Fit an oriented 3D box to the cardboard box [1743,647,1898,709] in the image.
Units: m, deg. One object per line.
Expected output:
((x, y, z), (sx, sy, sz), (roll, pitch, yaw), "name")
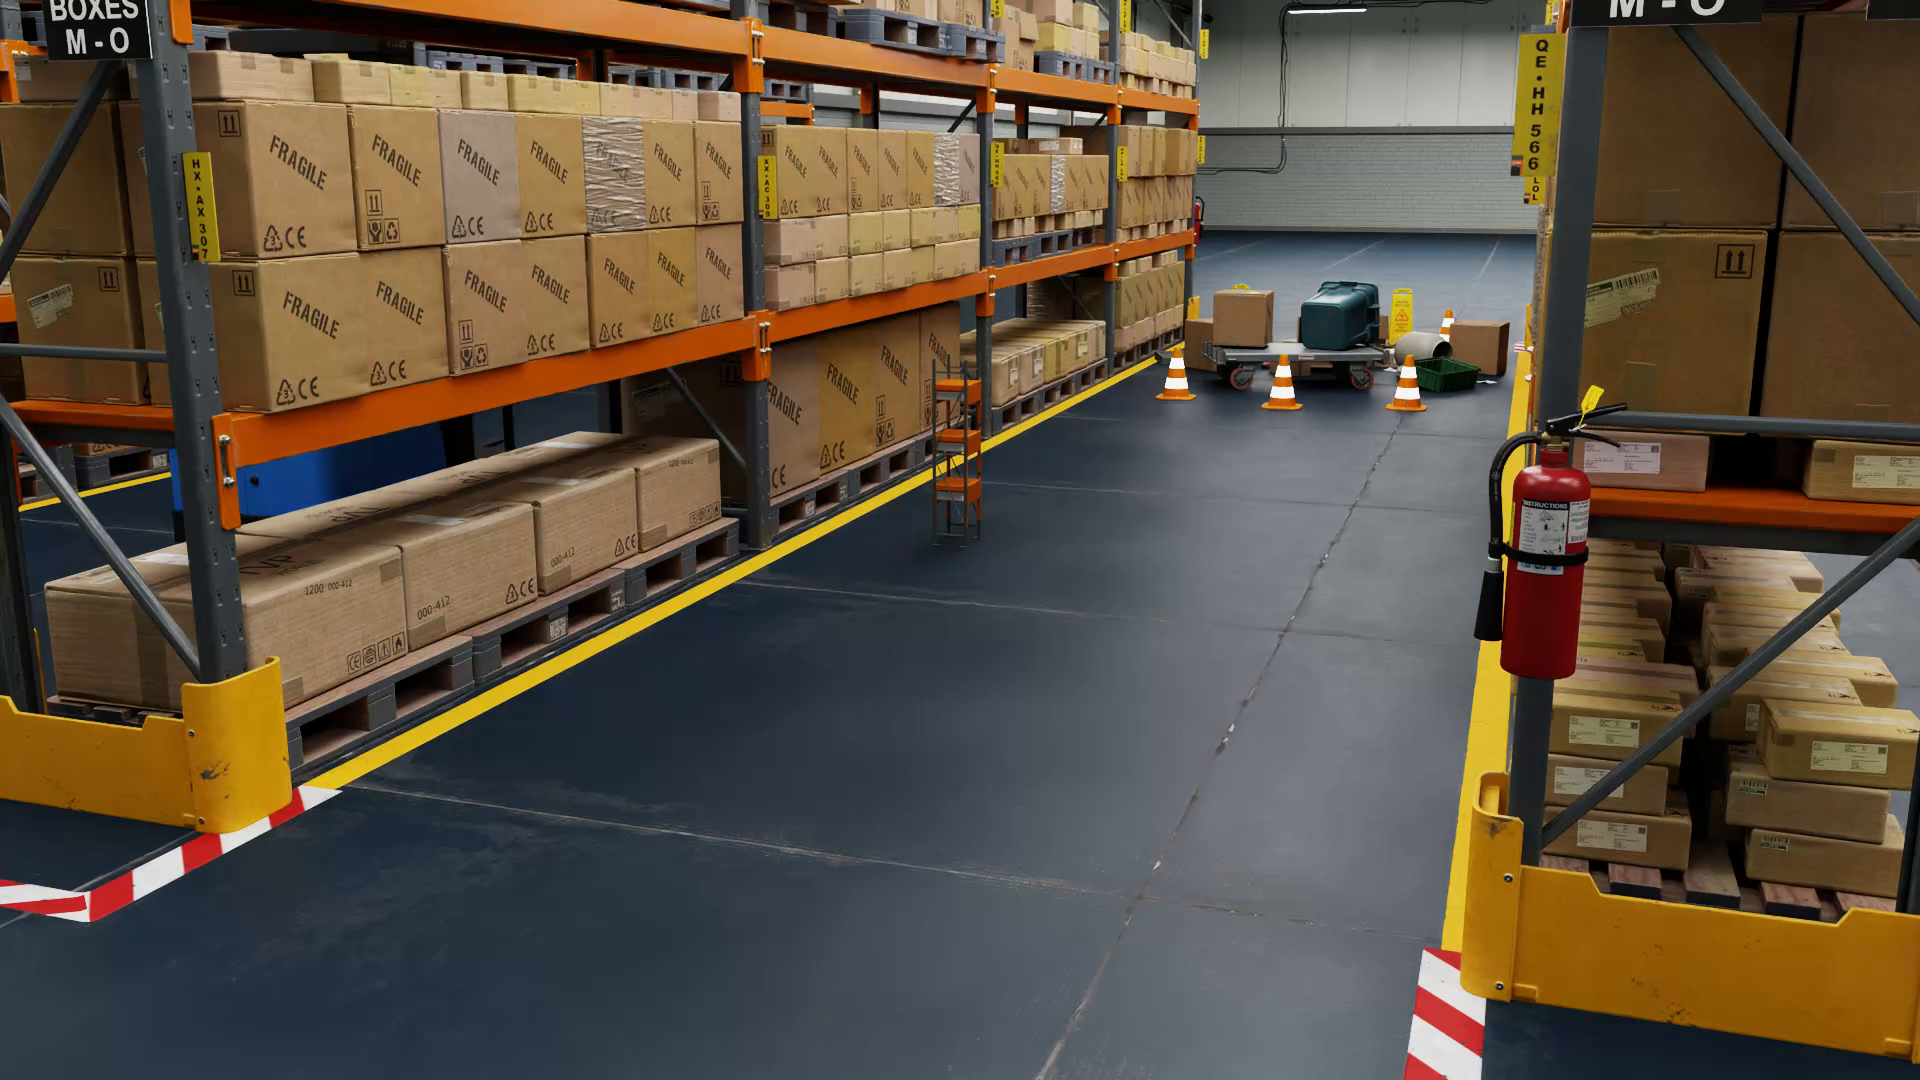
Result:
((2.550, 0.438, 4.953), (0.380, 0.149, 0.250), (4, 14, 18), "cardboard box")

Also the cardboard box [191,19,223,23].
((-5.348, -3.690, 11.570), (0.380, 0.149, 0.250), (5, 14, 20), "cardboard box")

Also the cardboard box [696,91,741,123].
((-1.340, -2.203, 8.468), (0.380, 0.149, 0.250), (4, 13, 17), "cardboard box")

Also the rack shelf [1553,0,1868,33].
((2.528, -1.793, 5.480), (1.077, 0.370, 4.000), (4, 14, 18), "rack shelf")

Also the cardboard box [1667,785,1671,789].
((2.008, 0.688, 5.196), (0.380, 0.149, 0.250), (4, 14, 18), "cardboard box")

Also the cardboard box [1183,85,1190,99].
((2.441, -5.154, 19.153), (0.380, 0.149, 0.250), (4, 14, 19), "cardboard box")

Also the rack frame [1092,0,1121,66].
((1.047, -6.047, 15.759), (1.000, 3.000, 0.127), (4, 14, 18), "rack frame")

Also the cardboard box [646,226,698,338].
((-1.611, -1.262, 8.051), (0.500, 0.500, 0.500), (4, 13, 17), "cardboard box")

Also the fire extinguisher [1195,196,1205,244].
((2.814, -3.918, 20.085), (0.296, 0.674, 0.183), (4, 14, 18), "fire extinguisher")

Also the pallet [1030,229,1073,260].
((0.354, -2.606, 14.597), (1.003, 0.211, 1.213), (4, 14, 18), "pallet")

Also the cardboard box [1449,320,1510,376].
((5.294, -1.970, 16.992), (0.500, 0.500, 0.500), (7, 15, 28), "cardboard box")

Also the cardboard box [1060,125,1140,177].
((1.394, -3.881, 16.608), (0.700, 0.500, 0.500), (4, 14, 18), "cardboard box")

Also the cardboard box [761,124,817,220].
((-1.127, -2.046, 9.239), (0.500, 0.500, 0.500), (5, 14, 19), "cardboard box")

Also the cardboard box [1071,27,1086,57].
((0.826, -4.477, 15.013), (0.500, 0.250, 0.500), (5, 14, 19), "cardboard box")

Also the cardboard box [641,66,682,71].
((-3.219, -5.145, 17.943), (0.380, 0.149, 0.250), (5, 14, 20), "cardboard box")

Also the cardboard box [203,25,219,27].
((-5.729, -3.895, 12.511), (0.380, 0.149, 0.250), (4, 13, 18), "cardboard box")

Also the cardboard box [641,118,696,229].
((-1.605, -1.749, 7.936), (0.500, 0.500, 0.500), (4, 13, 18), "cardboard box")

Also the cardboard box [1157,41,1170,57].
((2.046, -5.275, 17.891), (0.380, 0.149, 0.250), (5, 14, 20), "cardboard box")

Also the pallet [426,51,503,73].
((-4.811, -4.156, 14.640), (1.213, 0.211, 1.003), (5, 14, 21), "pallet")

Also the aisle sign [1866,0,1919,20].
((2.141, -1.491, 3.437), (0.394, 0.787, 0.004), (4, 14, 18), "aisle sign")

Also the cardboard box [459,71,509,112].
((-2.026, -1.775, 6.594), (0.380, 0.149, 0.250), (4, 14, 19), "cardboard box")

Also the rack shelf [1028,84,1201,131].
((1.694, -4.655, 18.018), (1.077, 0.370, 4.000), (4, 14, 18), "rack shelf")

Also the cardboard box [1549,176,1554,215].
((1.957, -1.163, 4.701), (0.500, 0.500, 0.500), (4, 13, 16), "cardboard box")

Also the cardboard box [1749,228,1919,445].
((2.287, -0.529, 4.171), (0.500, 0.500, 0.500), (5, 14, 21), "cardboard box")

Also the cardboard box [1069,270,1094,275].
((1.147, -2.603, 17.702), (0.500, 0.500, 0.500), (5, 14, 19), "cardboard box")

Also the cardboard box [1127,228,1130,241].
((1.542, -3.158, 17.148), (0.380, 0.149, 0.250), (4, 14, 18), "cardboard box")

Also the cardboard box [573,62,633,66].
((-3.655, -4.981, 16.863), (0.500, 0.311, 0.500), (4, 13, 17), "cardboard box")

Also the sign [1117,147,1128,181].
((1.573, -3.648, 16.126), (0.100, 0.325, 0.005), (4, 14, 18), "sign")

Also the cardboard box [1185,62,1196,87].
((2.430, -5.372, 19.209), (0.500, 0.250, 0.500), (4, 14, 18), "cardboard box")

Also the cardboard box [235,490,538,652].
((-2.429, 0.109, 7.082), (0.875, 0.438, 0.875), (5, 14, 20), "cardboard box")

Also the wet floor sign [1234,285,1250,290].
((3.415, -2.780, 20.216), (0.267, 0.644, 0.232), (10, 16, 38), "wet floor sign")

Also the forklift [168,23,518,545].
((-3.298, -1.576, 9.806), (1.130, 2.935, 3.031), (4, 13, 15), "forklift")

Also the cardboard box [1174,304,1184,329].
((2.326, -2.634, 19.523), (0.500, 0.250, 0.500), (4, 14, 18), "cardboard box")

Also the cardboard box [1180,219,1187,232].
((2.445, -3.687, 19.463), (0.380, 0.149, 0.250), (4, 14, 18), "cardboard box")

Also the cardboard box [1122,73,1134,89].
((1.520, -4.561, 16.554), (0.380, 0.149, 0.250), (4, 14, 18), "cardboard box")

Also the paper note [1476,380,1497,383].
((5.124, -1.547, 16.194), (0.147, 0.020, 0.142), (-5, 14, -21), "paper note")

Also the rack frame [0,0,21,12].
((-6.240, -4.719, 9.941), (1.000, 3.000, 0.127), (4, 14, 18), "rack frame")

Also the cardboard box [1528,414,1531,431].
((3.176, -0.629, 8.493), (0.500, 0.250, 0.500), (4, 13, 17), "cardboard box")

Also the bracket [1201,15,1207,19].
((7.317, -15.672, 49.839), (0.076, 0.066, 3.189), (4, 14, 18), "bracket")

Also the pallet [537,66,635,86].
((-3.924, -4.661, 16.858), (0.805, 0.209, 1.217), (4, 13, 16), "pallet")

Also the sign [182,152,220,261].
((-2.313, -1.015, 5.071), (0.100, 0.325, 0.005), (4, 14, 18), "sign")

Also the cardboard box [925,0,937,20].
((-0.362, -3.566, 10.990), (0.396, 0.266, 0.258), (4, 13, 17), "cardboard box")

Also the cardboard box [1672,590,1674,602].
((2.884, 0.298, 6.236), (0.380, 0.149, 0.250), (4, 13, 16), "cardboard box")

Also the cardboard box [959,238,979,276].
((-0.166, -2.082, 12.205), (0.500, 0.250, 0.500), (4, 13, 16), "cardboard box")

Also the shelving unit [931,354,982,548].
((-0.017, -0.501, 9.322), (0.215, 1.050, 0.252), (4, 14, 18), "shelving unit")

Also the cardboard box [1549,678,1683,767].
((1.812, 0.505, 4.661), (0.380, 0.149, 0.250), (5, 14, 19), "cardboard box")

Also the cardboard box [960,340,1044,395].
((0.176, -1.478, 14.183), (0.950, 0.372, 0.625), (4, 13, 17), "cardboard box")

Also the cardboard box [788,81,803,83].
((-2.270, -5.975, 20.791), (0.500, 0.500, 0.500), (5, 14, 20), "cardboard box")

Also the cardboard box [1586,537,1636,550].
((2.464, 0.065, 6.589), (0.380, 0.149, 0.250), (5, 14, 20), "cardboard box")

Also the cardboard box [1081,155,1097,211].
((0.955, -3.302, 15.379), (0.500, 0.500, 0.500), (4, 14, 19), "cardboard box")

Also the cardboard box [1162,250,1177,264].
((2.273, -3.241, 19.039), (0.380, 0.149, 0.250), (5, 14, 20), "cardboard box")

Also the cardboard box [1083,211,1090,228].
((0.990, -2.965, 15.359), (0.380, 0.149, 0.250), (4, 13, 17), "cardboard box")
